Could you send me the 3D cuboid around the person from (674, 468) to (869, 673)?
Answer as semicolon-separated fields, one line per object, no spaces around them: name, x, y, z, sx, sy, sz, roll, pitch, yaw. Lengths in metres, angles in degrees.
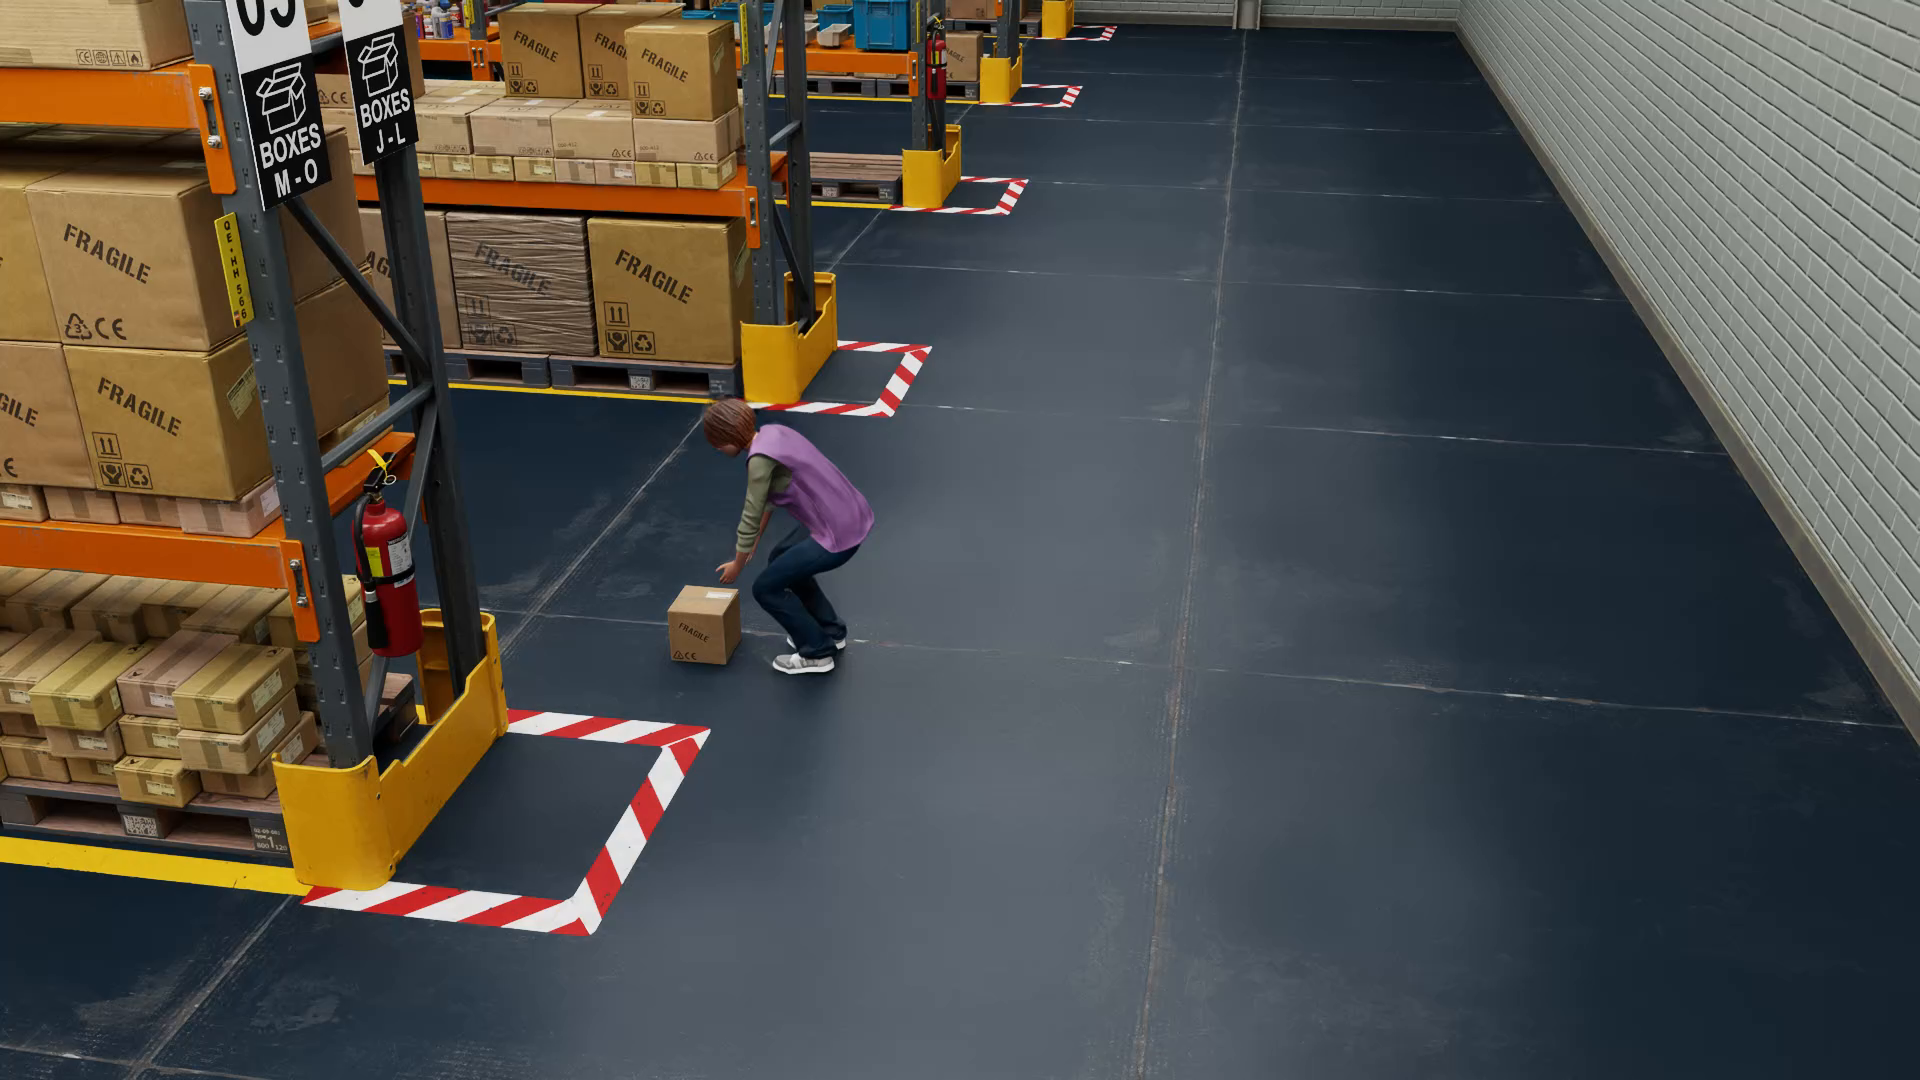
person;-0.815;0.115;7.208;0.853;0.886;0.422;3;25;6
